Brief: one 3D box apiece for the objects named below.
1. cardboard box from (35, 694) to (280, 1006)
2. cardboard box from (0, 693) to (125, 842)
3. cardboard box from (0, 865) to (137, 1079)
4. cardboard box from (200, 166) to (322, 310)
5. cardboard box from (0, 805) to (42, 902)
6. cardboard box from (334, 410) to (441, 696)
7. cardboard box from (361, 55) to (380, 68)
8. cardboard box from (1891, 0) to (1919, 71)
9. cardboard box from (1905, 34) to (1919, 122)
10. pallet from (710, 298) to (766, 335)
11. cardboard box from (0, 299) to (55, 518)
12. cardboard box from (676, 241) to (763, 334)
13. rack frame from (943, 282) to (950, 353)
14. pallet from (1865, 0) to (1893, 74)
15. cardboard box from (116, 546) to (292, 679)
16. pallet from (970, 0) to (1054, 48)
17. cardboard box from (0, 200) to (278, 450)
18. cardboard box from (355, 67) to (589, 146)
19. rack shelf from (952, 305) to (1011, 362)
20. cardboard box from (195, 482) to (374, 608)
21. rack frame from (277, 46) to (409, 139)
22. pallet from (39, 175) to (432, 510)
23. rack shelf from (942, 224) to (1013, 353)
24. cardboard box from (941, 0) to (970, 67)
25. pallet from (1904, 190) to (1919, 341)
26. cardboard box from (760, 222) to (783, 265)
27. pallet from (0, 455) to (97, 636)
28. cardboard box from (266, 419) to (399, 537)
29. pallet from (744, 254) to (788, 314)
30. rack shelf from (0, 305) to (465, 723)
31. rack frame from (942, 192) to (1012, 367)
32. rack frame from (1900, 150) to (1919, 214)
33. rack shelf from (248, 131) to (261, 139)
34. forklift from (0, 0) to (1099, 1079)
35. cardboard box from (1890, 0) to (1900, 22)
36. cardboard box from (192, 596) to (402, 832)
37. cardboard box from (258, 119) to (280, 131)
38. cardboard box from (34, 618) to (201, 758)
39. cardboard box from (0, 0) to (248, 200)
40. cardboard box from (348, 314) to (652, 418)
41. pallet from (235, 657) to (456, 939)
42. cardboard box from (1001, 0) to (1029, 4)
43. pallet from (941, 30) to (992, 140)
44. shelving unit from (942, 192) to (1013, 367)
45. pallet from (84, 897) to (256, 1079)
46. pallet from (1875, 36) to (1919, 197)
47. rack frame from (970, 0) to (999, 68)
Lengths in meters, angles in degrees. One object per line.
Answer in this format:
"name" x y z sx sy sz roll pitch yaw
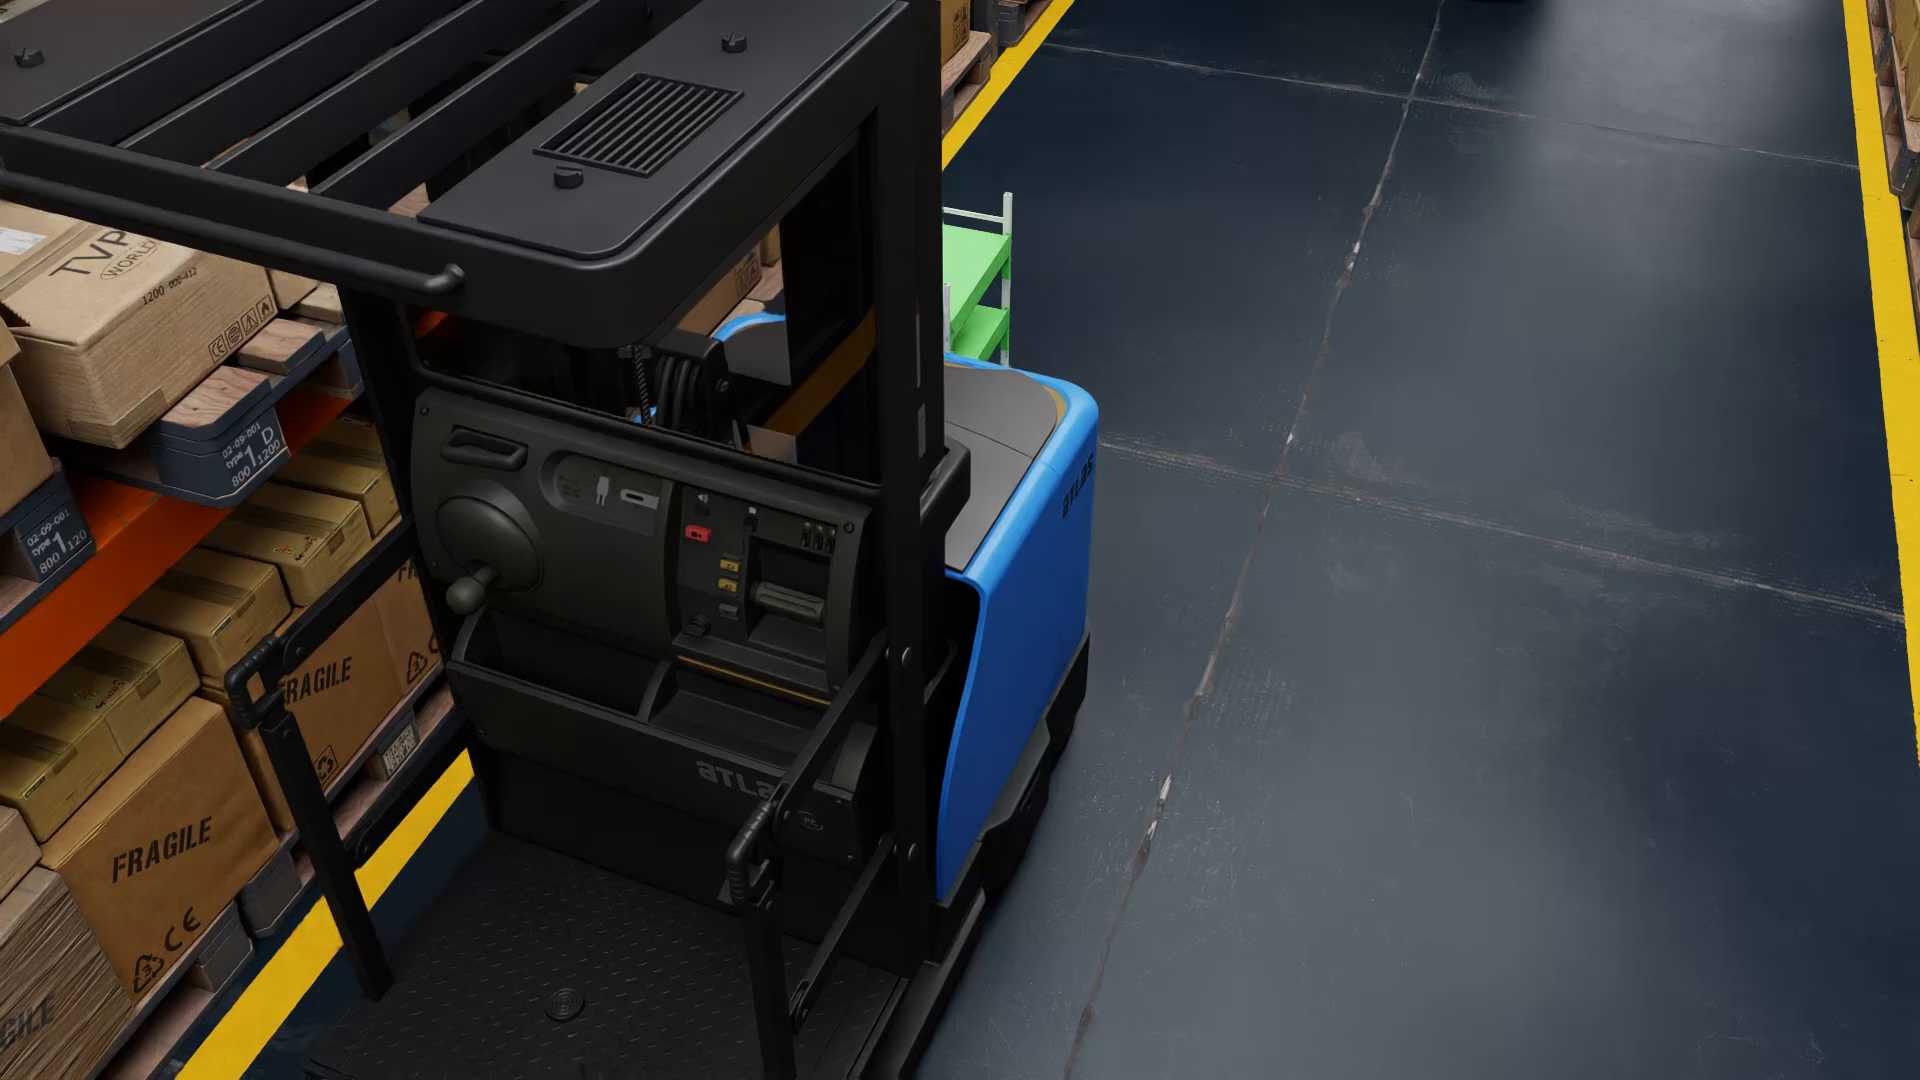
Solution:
"cardboard box" -1.977 0.645 3.785 0.500 0.500 0.500 15 43 17
"cardboard box" -2.021 0.455 3.508 0.380 0.149 0.250 13 42 14
"cardboard box" -2.137 0.966 3.409 0.500 0.500 0.500 12 42 14
"cardboard box" -1.541 -0.653 3.574 0.380 0.149 0.250 14 42 16
"cardboard box" -2.087 0.630 3.303 0.380 0.149 0.250 11 42 13
"cardboard box" -1.619 0.022 4.515 0.500 0.500 0.500 14 43 16
"cardboard box" -1.272 -1.418 4.332 0.500 0.250 0.500 13 42 15
"cardboard box" 4.479 -2.276 7.401 0.500 0.250 0.500 12 42 14
"cardboard box" 4.306 -1.949 7.018 0.500 0.250 0.500 15 43 17
"pallet" -1.358 -0.507 5.682 1.003 0.211 1.213 13 42 15
"cardboard box" -2.061 -0.237 2.813 0.797 0.503 0.637 12 42 14
"cardboard box" -1.234 -1.108 5.744 0.875 0.625 0.625 15 43 16
"rack frame" -0.140 -0.207 4.568 0.240 1.200 0.015 13 42 15
"pallet" 4.969 -2.518 8.039 1.003 0.211 1.213 13 42 15
"cardboard box" -1.803 0.152 3.864 0.380 0.149 0.250 12 42 14
"pallet" 0.002 -2.929 8.520 1.003 0.211 1.213 13 42 15
"cardboard box" -1.733 -0.462 3.272 0.500 0.250 0.500 11 42 13
"cardboard box" -1.295 -1.234 4.501 0.500 0.250 0.500 13 42 15
"rack shelf" -0.057 -0.489 4.628 0.258 0.148 0.480 13 42 15
"cardboard box" -1.672 0.001 4.041 0.380 0.149 0.250 11 42 13
"rack frame" -1.677 -1.074 4.198 1.000 3.000 0.127 13 42 15
"pallet" -1.842 -0.572 3.758 1.213 0.211 1.003 13 42 15
"rack shelf" -0.057 -0.672 4.472 0.258 0.148 0.480 13 42 15
"cardboard box" -0.477 -2.450 7.316 0.875 0.625 0.625 15 43 17
"pallet" 4.092 -0.879 6.117 1.003 0.211 1.213 13 42 15
"cardboard box" -1.004 -1.519 6.226 0.875 0.625 0.625 12 42 13
"pallet" -2.337 0.186 2.869 1.003 0.211 1.213 13 42 15
"cardboard box" -1.608 -0.173 4.244 0.380 0.149 0.250 11 42 13
"pallet" -0.940 -1.249 6.551 1.003 0.211 1.213 13 42 15
"rack shelf" -2.361 0.419 3.002 1.077 0.370 4.000 13 42 15
"rack frame" 0.027 -0.504 4.917 0.240 1.200 0.015 13 42 15
"rack frame" 4.357 -2.415 5.769 1.000 3.000 0.127 13 42 15
"rack shelf" -0.993 -2.021 5.862 1.077 0.370 4.000 13 42 15
"forklift" -0.686 0.090 2.886 1.130 2.935 3.031 15 43 17
"cardboard box" 4.657 -2.585 7.764 0.500 0.250 0.500 14 42 16
"cardboard box" -1.800 0.325 4.160 0.500 0.500 0.500 13 42 14
"cardboard box" -1.763 -1.348 4.635 0.500 0.250 0.500 12 42 14
"cardboard box" -1.936 0.303 3.687 0.380 0.149 0.250 14 43 16
"cardboard box" -2.000 -0.993 3.702 0.500 0.500 0.500 15 43 17
"cardboard box" -1.451 -0.708 5.275 0.875 0.625 0.625 15 43 16
"pallet" -1.968 0.433 4.579 1.003 0.211 1.213 13 42 15
"cardboard box" 0.168 -2.849 8.074 0.500 0.250 0.500 14 42 16
"pallet" -0.524 -1.995 7.426 1.003 0.211 1.213 13 42 15
"shelving unit" -0.057 -0.355 4.742 0.258 1.200 0.503 13 42 15
"pallet" -2.386 1.175 3.710 1.003 0.211 1.213 13 42 15
"pallet" 4.553 -1.771 7.164 1.003 0.211 1.213 13 42 15
"rack frame" -0.309 -3.514 7.058 1.000 3.000 0.127 13 42 15
